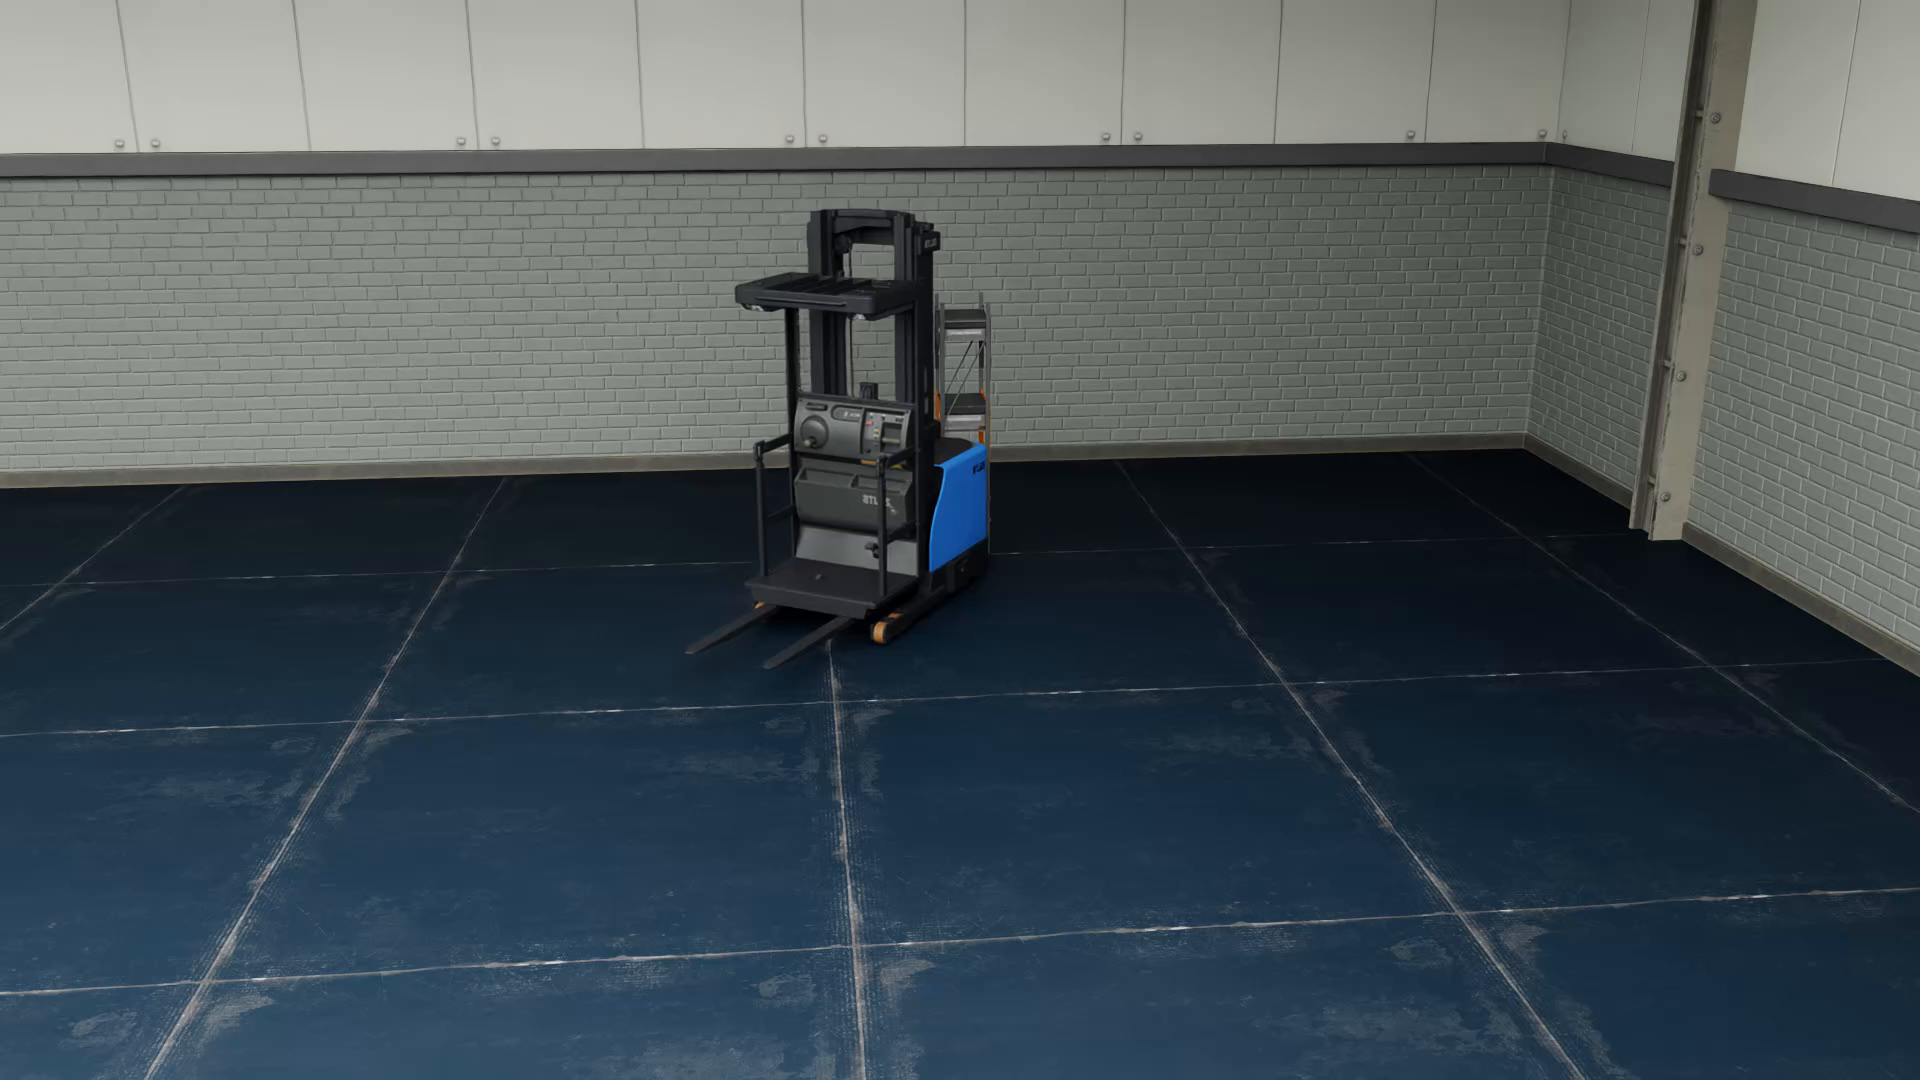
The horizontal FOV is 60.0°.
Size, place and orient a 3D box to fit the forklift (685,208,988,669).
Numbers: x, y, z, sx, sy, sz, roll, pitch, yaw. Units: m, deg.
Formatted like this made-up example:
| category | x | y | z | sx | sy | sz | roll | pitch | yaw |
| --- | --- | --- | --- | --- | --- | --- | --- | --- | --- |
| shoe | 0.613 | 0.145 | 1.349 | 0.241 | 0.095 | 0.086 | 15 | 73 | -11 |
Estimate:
| category | x | y | z | sx | sy | sz | roll | pitch | yaw |
| --- | --- | --- | --- | --- | --- | --- | --- | --- | --- |
| forklift | -0.872 | -0.805 | 11.848 | 1.130 | 2.935 | 3.031 | 8 | 19 | 25 |

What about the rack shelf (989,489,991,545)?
| category | x | y | z | sx | sy | sz | roll | pitch | yaw |
| --- | --- | --- | --- | --- | --- | --- | --- | --- | --- |
| rack shelf | 0.017 | -0.272 | 13.919 | 0.431 | 0.518 | 0.480 | -2 | 18 | -6 |

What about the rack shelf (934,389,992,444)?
| category | x | y | z | sx | sy | sz | roll | pitch | yaw |
| --- | --- | --- | --- | --- | --- | --- | --- | --- | --- |
| rack shelf | 0.017 | -0.939 | 13.710 | 0.431 | 0.518 | 0.480 | -2 | 18 | -6 |

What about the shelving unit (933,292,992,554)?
| category | x | y | z | sx | sy | sz | roll | pitch | yaw |
| --- | --- | --- | --- | --- | --- | --- | --- | --- | --- |
| shelving unit | 0.017 | -0.952 | 13.705 | 0.431 | 2.100 | 0.503 | -2 | 18 | -6 |

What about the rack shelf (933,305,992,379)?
| category | x | y | z | sx | sy | sz | roll | pitch | yaw |
| --- | --- | --- | --- | --- | --- | --- | --- | --- | --- |
| rack shelf | 0.017 | -1.607 | 13.500 | 0.431 | 0.518 | 0.480 | -2 | 18 | -6 |

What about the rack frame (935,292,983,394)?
| category | x | y | z | sx | sy | sz | roll | pitch | yaw |
| --- | --- | --- | --- | --- | --- | --- | --- | --- | --- |
| rack frame | -0.008 | -1.025 | 13.937 | 0.400 | 2.100 | 0.015 | -2 | 18 | -6 |

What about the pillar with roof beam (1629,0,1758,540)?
| category | x | y | z | sx | sy | sz | roll | pitch | yaw |
| --- | --- | --- | --- | --- | --- | --- | --- | --- | --- |
| pillar with roof beam | 1.736 | -4.222 | 12.601 | 9.100 | 9.000 | 0.400 | -2 | 18 | -6 |

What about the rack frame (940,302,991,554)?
| category | x | y | z | sx | sy | sz | roll | pitch | yaw |
| --- | --- | --- | --- | --- | --- | --- | --- | --- | --- |
| rack frame | 0.042 | -0.880 | 13.474 | 0.400 | 2.100 | 0.015 | -2 | 18 | -6 |
